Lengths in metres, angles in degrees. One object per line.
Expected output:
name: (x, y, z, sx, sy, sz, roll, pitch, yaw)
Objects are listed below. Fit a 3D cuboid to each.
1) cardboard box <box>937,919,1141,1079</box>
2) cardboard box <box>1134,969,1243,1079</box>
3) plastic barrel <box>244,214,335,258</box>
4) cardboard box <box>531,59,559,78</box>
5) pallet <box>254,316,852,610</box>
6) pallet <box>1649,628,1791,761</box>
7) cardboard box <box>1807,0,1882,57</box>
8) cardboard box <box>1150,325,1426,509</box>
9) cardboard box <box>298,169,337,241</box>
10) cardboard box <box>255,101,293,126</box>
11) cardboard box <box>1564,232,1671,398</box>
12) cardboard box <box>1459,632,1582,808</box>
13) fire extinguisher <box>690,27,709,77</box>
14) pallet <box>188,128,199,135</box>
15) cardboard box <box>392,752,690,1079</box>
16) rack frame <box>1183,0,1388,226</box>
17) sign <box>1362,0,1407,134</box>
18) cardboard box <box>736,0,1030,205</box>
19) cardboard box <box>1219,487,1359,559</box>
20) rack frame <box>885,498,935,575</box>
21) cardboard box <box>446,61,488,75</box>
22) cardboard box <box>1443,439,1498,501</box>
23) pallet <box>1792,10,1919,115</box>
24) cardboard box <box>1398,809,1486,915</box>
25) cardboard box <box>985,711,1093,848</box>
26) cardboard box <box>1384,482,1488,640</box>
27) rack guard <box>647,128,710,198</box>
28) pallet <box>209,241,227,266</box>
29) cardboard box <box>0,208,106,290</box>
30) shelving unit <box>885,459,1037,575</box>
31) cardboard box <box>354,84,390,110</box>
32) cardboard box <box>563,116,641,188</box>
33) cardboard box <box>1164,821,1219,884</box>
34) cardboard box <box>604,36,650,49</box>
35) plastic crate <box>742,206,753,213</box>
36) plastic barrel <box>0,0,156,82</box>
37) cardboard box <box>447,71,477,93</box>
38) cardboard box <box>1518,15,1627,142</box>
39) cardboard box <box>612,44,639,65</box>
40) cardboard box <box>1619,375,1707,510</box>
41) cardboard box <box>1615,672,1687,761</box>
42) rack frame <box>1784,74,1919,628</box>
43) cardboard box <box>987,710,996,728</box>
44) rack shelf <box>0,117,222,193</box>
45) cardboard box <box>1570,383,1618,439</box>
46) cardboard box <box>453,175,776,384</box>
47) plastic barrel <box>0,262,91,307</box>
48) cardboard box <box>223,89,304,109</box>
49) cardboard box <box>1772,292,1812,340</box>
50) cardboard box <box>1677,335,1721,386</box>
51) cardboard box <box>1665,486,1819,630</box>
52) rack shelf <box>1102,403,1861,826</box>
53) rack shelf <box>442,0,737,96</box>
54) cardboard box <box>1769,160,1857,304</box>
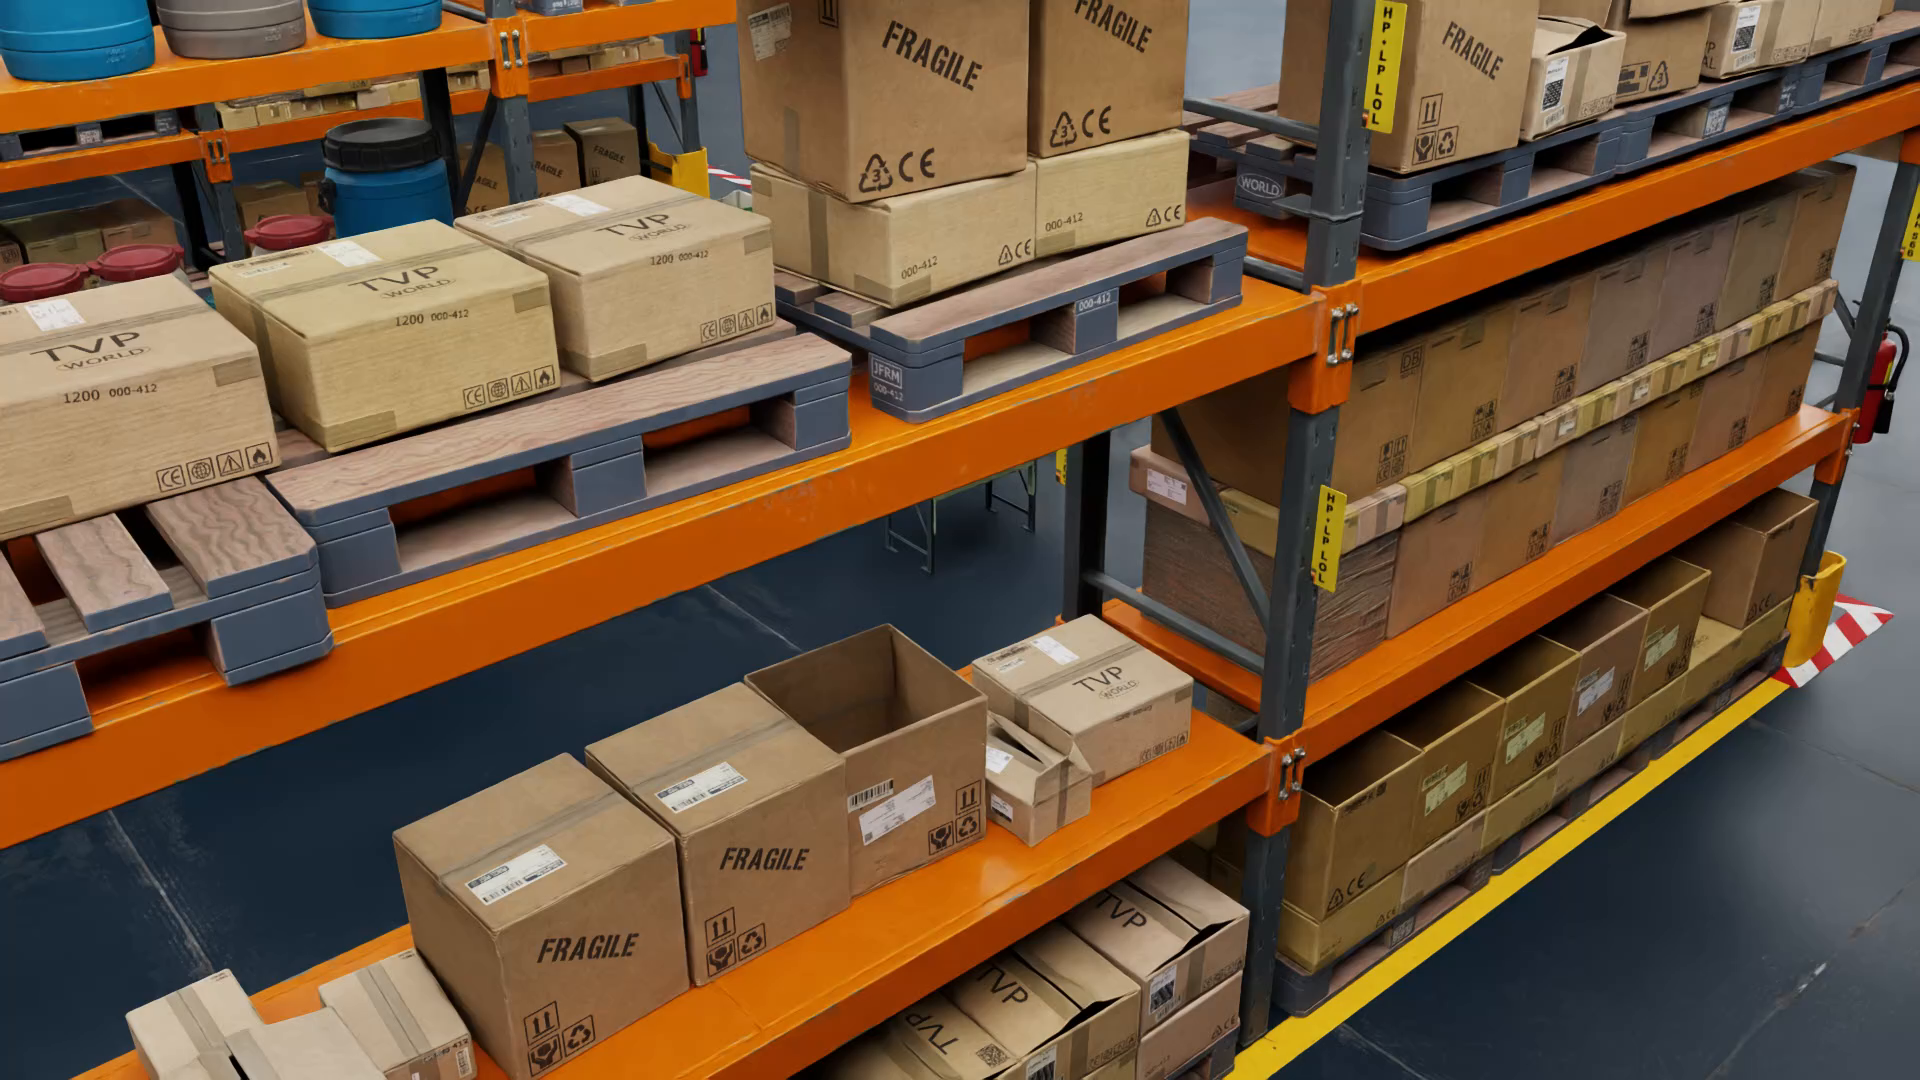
cardboard box: (0.215, 1.449, 5.233, 0.500, 0.311, 0.500, -21, 34, -34)
cardboard box: (0.601, 1.539, 5.659, 0.500, 0.250, 0.500, -22, 35, -35)
plastic barrel: (-3.354, -1.342, 8.435, 0.433, 0.535, 0.433, 0, 28, 0)
cardboard box: (-3.503, -3.920, 13.670, 0.250, 0.149, 0.380, -22, 35, -35)
pallet: (-1.007, -0.318, 3.680, 1.213, 0.211, 1.003, -20, 34, -33)
pallet: (3.217, 0.536, 8.023, 1.213, 0.211, 1.003, -22, 35, -35)
cardboard box: (3.067, -2.000, 6.192, 0.500, 0.250, 0.500, -22, 35, -35)
cardboard box: (1.062, -0.473, 5.471, 0.500, 0.500, 0.700, -22, 35, -35)
cardboard box: (-4.937, -2.641, 13.216, 0.500, 0.500, 0.500, -11, 30, -19)
cardboard box: (-5.141, -3.191, 12.306, 0.250, 0.149, 0.380, -22, 35, -35)
cardboard box: (2.207, -0.934, 6.333, 0.500, 0.500, 0.700, -22, 35, -35)
cardboard box: (2.045, 0.642, 6.542, 0.500, 0.500, 0.500, -22, 35, -35)
fire extinguisher: (-2.269, -4.332, 14.255, 0.183, 0.674, 0.296, -22, 35, -35)
pallet: (-8.211, -4.056, 16.617, 1.213, 0.211, 1.003, -22, 35, -35)
cardboard box: (-1.049, 0.941, 4.200, 0.500, 0.500, 0.500, -24, 36, -37)
rack frame: (0.728, -2.365, 4.128, 0.127, 3.000, 1.000, -22, 35, -35)
sign: (1.088, -1.217, 4.280, 0.005, 0.325, 0.100, -22, 35, -35)
cardboard box: (-0.185, -1.135, 3.927, 0.500, 0.500, 0.500, -18, 33, -30)
cardboard box: (1.059, -0.062, 5.389, 0.250, 0.149, 0.380, -22, 35, -35)
rack frame: (-0.273, -0.552, 8.691, 0.023, 1.500, 0.400, -22, 35, -35)
cardboard box: (-4.190, -4.031, 13.188, 0.500, 0.500, 0.875, -22, 35, -35)
cardboard box: (1.643, -0.299, 5.833, 0.250, 0.149, 0.380, -22, 35, -35)
pallet: (3.217, -2.020, 6.758, 1.213, 0.211, 1.003, -22, 35, -35)
cardboard box: (1.662, 1.124, 6.436, 0.500, 0.250, 0.500, -22, 35, -35)
cardboard box: (0.179, 0.675, 4.947, 0.258, 0.266, 0.396, -23, 36, -36)
cardboard box: (1.459, -0.065, 6.083, 0.500, 0.500, 0.700, -22, 35, -35)
rack guard: (-2.713, -3.370, 15.026, 0.348, 0.500, 1.175, -22, 35, -35)
pallet: (-5.210, -2.261, 13.256, 1.213, 0.211, 1.003, -22, 35, -35)
cardboard box: (-6.554, -2.045, 12.079, 0.500, 0.500, 0.700, -22, 35, -35)
shelving unit: (0.005, -0.664, 8.900, 0.755, 1.500, 0.431, -22, 35, -35)
cardboard box: (-4.568, -3.419, 12.732, 0.250, 0.149, 0.380, -22, 35, -35)
cardboard box: (-3.141, -3.394, 14.624, 0.500, 0.500, 0.500, -15, 32, -26)
cardboard box: (0.939, 1.088, 6.503, 0.500, 0.250, 0.500, -22, 35, -35)
cardboard box: (-3.092, -4.513, 14.090, 0.500, 0.500, 0.875, -22, 35, -35)
plastic crate: (-1.268, -1.717, 9.505, 0.662, 0.188, 0.450, -22, 35, -35)
plastic barrel: (-3.725, -2.407, 6.857, 0.708, 0.901, 0.600, -22, 35, -35)
cardboard box: (-4.046, -3.676, 13.212, 0.250, 0.149, 0.380, -22, 35, -35)
cardboard box: (1.694, -1.474, 5.145, 0.500, 0.311, 0.500, -24, 36, -37)
cardboard box: (-2.929, -4.148, 14.095, 0.250, 0.149, 0.380, -22, 35, -35)
cardboard box: (2.630, -0.536, 6.965, 0.500, 0.500, 0.700, -22, 35, -35)
cardboard box: (2.803, 0.666, 7.294, 0.500, 0.250, 0.500, -22, 35, -35)
rack frame: (3.771, -0.943, 7.832, 0.127, 3.000, 1.000, -22, 35, -35)
cardboard box: (-0.078, 0.589, 5.231, 0.250, 0.149, 0.380, -22, 35, -35)
rack shelf: (-7.220, -2.343, 11.215, 4.000, 0.370, 1.077, -22, 35, -35)
cardboard box: (2.235, -0.537, 6.279, 0.250, 0.149, 0.380, -22, 35, -35)
cardboard box: (-0.766, -0.598, 3.718, 0.500, 0.250, 0.500, 25, 37, 38)
plastic barrel: (-4.241, -0.985, 7.767, 0.433, 0.535, 0.433, 0, 28, 0)
cardboard box: (-5.316, -3.563, 12.313, 0.500, 0.500, 0.875, -22, 35, -35)
cardboard box: (3.406, -1.007, 7.158, 0.250, 0.149, 0.380, -21, 35, -34)
cardboard box: (2.819, -0.772, 6.718, 0.250, 0.149, 0.380, -21, 34, -33)
cardboard box: (3.557, 0.025, 7.697, 0.500, 0.500, 0.500, -22, 35, -35)
rack shelf: (2.250, -0.014, 6.856, 4.000, 0.370, 1.077, -22, 35, -35)
rack shelf: (-0.962, -3.114, 9.475, 4.000, 0.370, 1.077, -22, 35, -35)
cardboard box: (3.368, -1.405, 7.213, 0.500, 0.500, 0.700, -22, 35, -35)
